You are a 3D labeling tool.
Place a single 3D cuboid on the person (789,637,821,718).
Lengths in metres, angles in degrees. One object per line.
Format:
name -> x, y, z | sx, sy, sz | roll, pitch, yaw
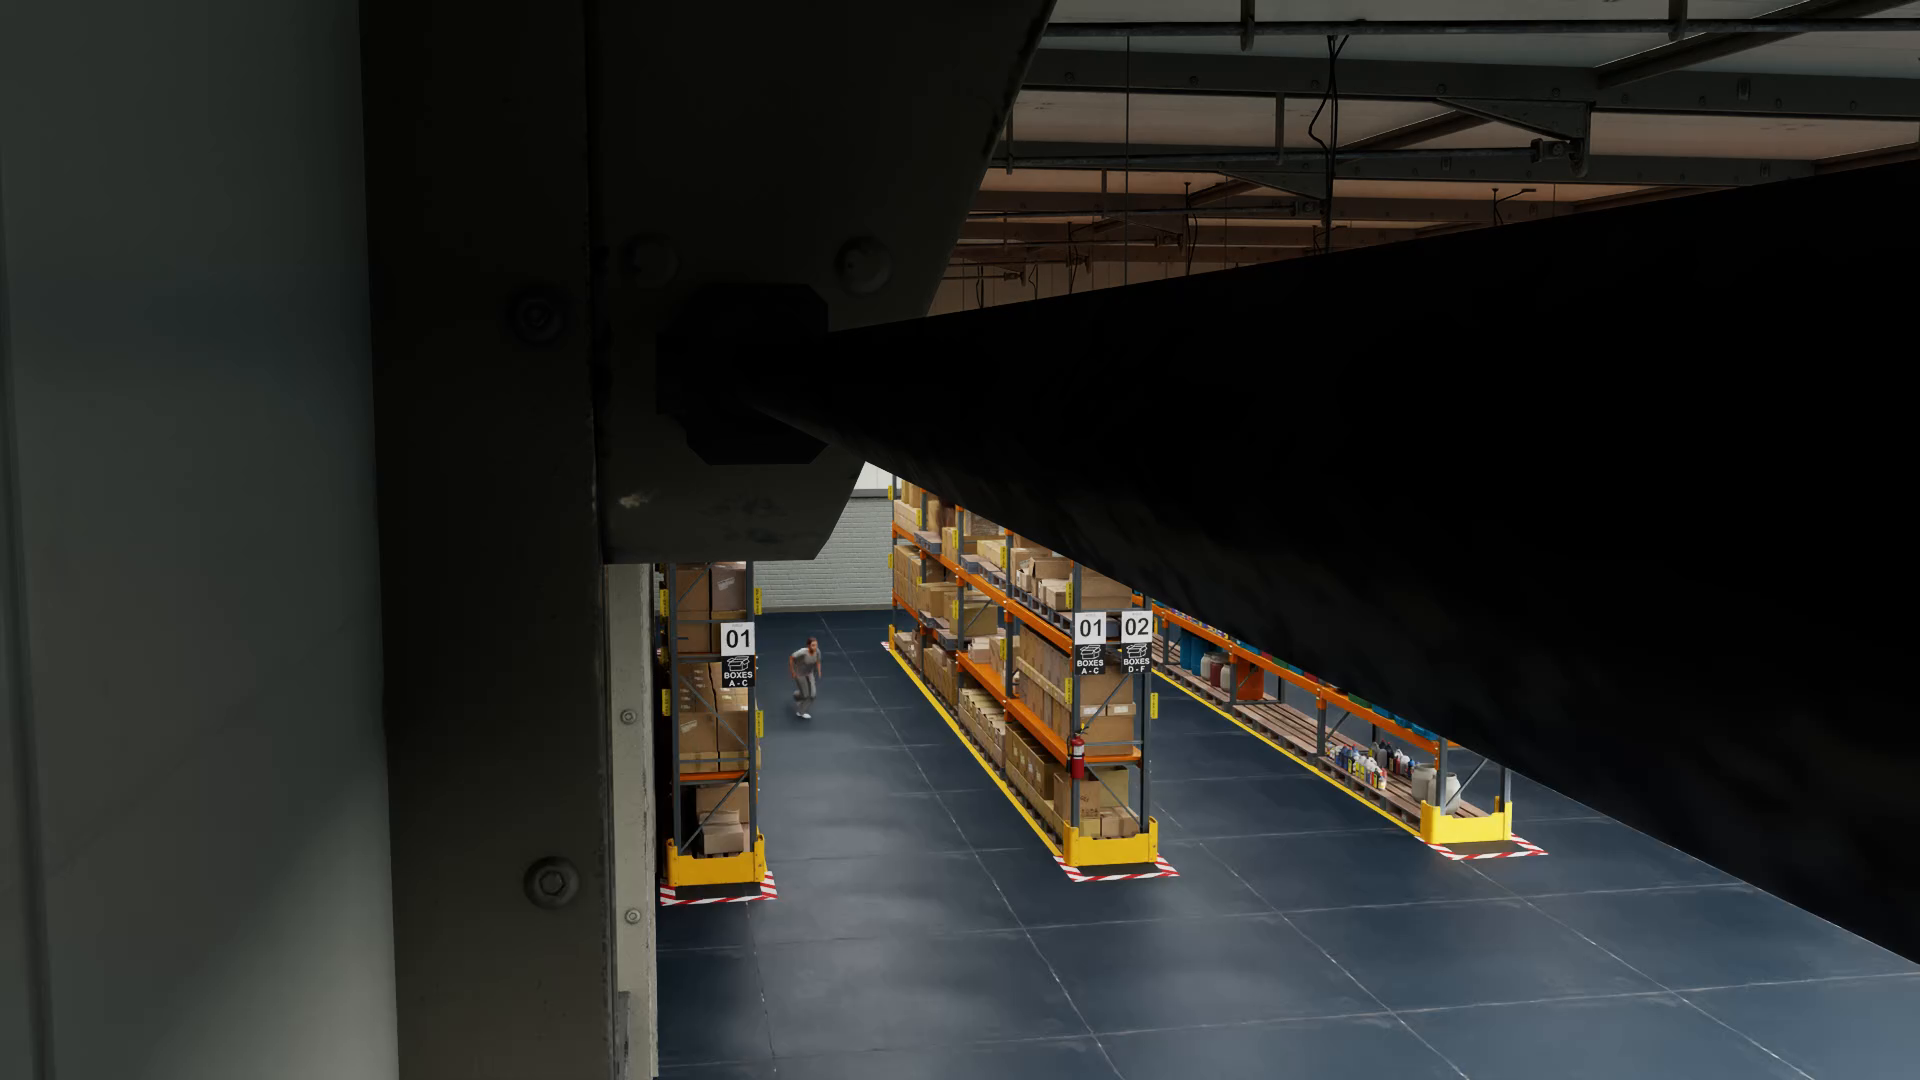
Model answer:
person -> -2.779, 2.422, 29.452 | 0.580, 1.500, 0.819 | -4, 7, -34
